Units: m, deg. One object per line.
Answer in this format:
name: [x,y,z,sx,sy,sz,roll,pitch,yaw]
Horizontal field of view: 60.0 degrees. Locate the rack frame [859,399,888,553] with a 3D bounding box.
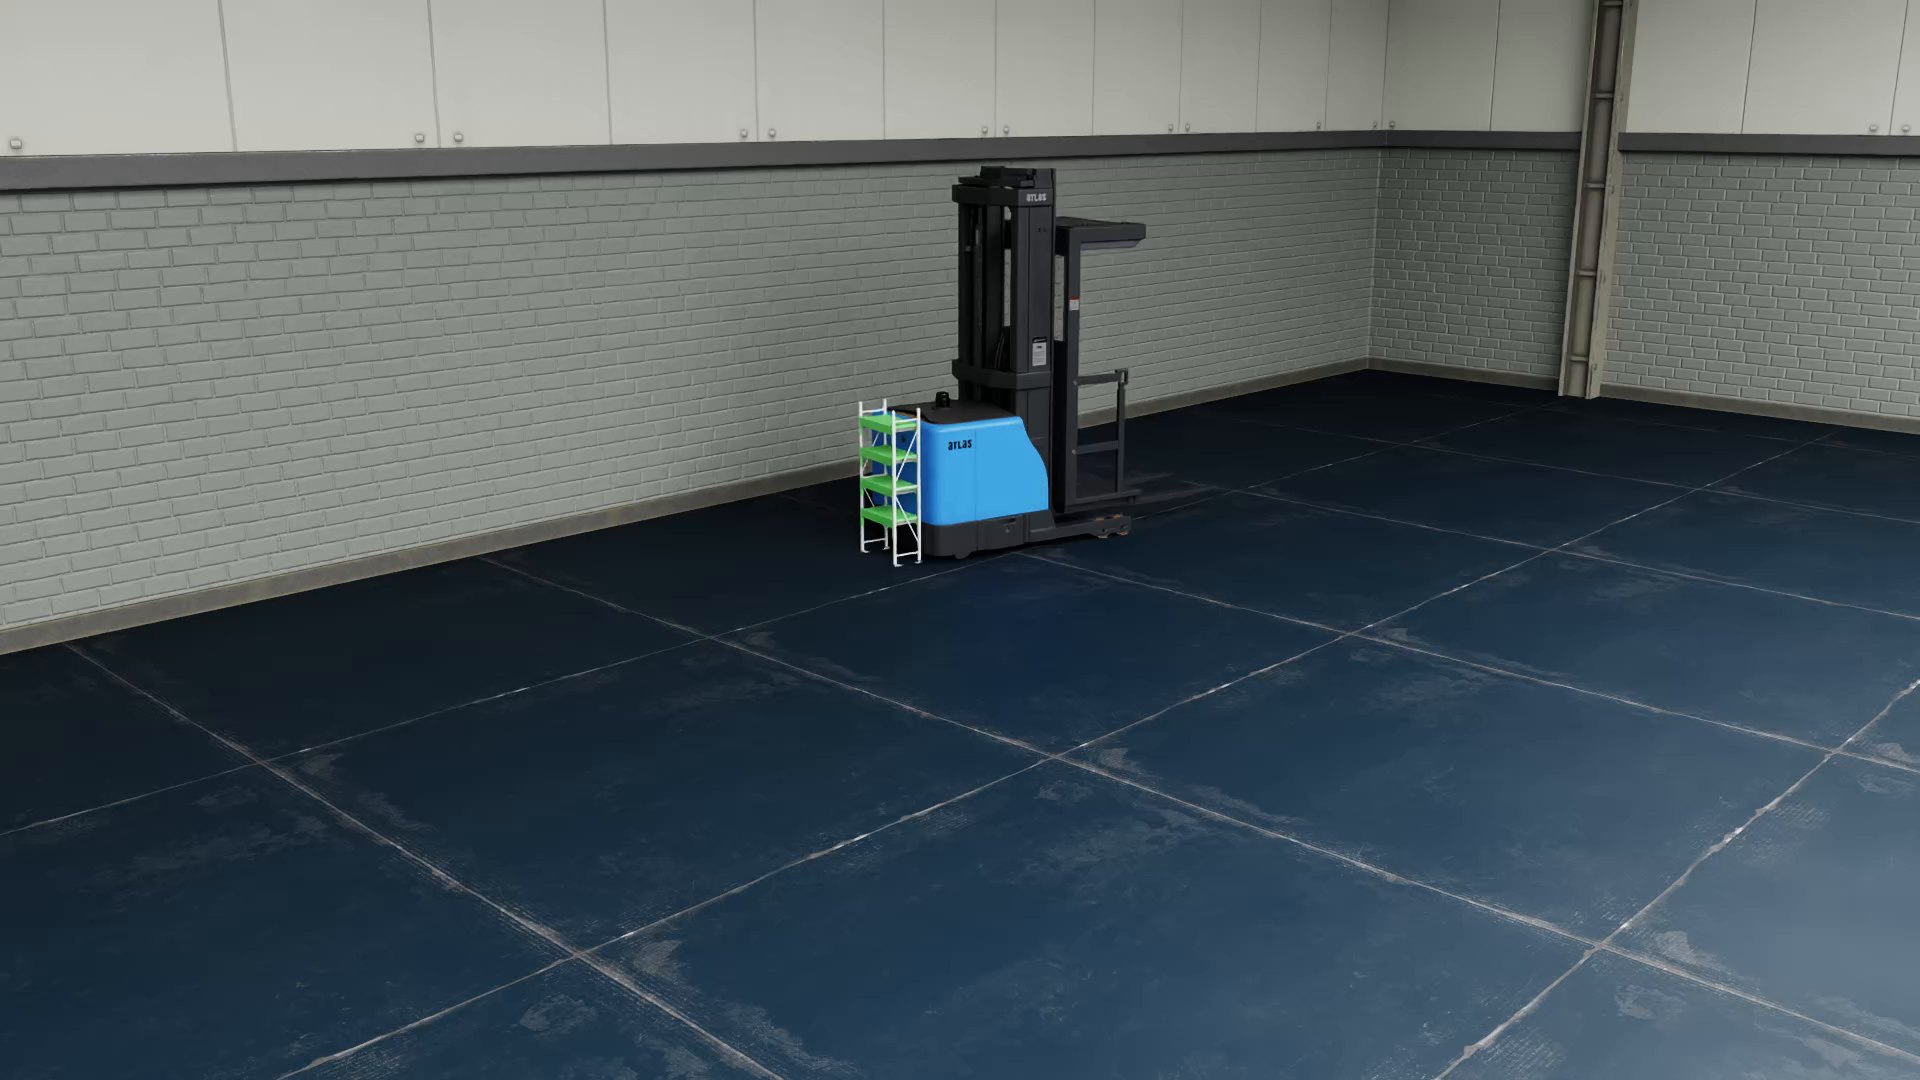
rack frame: [-0.673,-0.496,12.954,0.240,1.200,0.015,-9,17,-32]

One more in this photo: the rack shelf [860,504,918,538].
rack shelf: [-0.538,-0.150,12.834,0.258,0.148,0.480,-9,17,-32]

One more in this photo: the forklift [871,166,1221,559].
forklift: [0.800,-1.531,13.494,3.031,2.935,1.130,-9,17,-32]

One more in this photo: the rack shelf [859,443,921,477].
rack shelf: [-0.538,-0.615,12.713,0.258,0.148,0.480,-9,17,-32]

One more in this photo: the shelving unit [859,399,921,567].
shelving unit: [-0.538,-0.444,12.758,0.258,1.200,0.503,-9,17,-32]

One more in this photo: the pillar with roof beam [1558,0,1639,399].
pillar with roof beam: [4.509,-5.322,16.012,0.400,9.000,9.100,14,20,42]

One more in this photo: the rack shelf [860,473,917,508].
rack shelf: [-0.538,-0.382,12.774,0.258,0.148,0.480,-9,17,-32]

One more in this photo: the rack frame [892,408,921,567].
rack frame: [-0.403,-0.393,12.561,0.240,1.200,0.015,-9,17,-32]

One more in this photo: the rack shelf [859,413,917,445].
rack shelf: [-0.538,-0.847,12.653,0.258,0.148,0.480,-9,17,-32]
